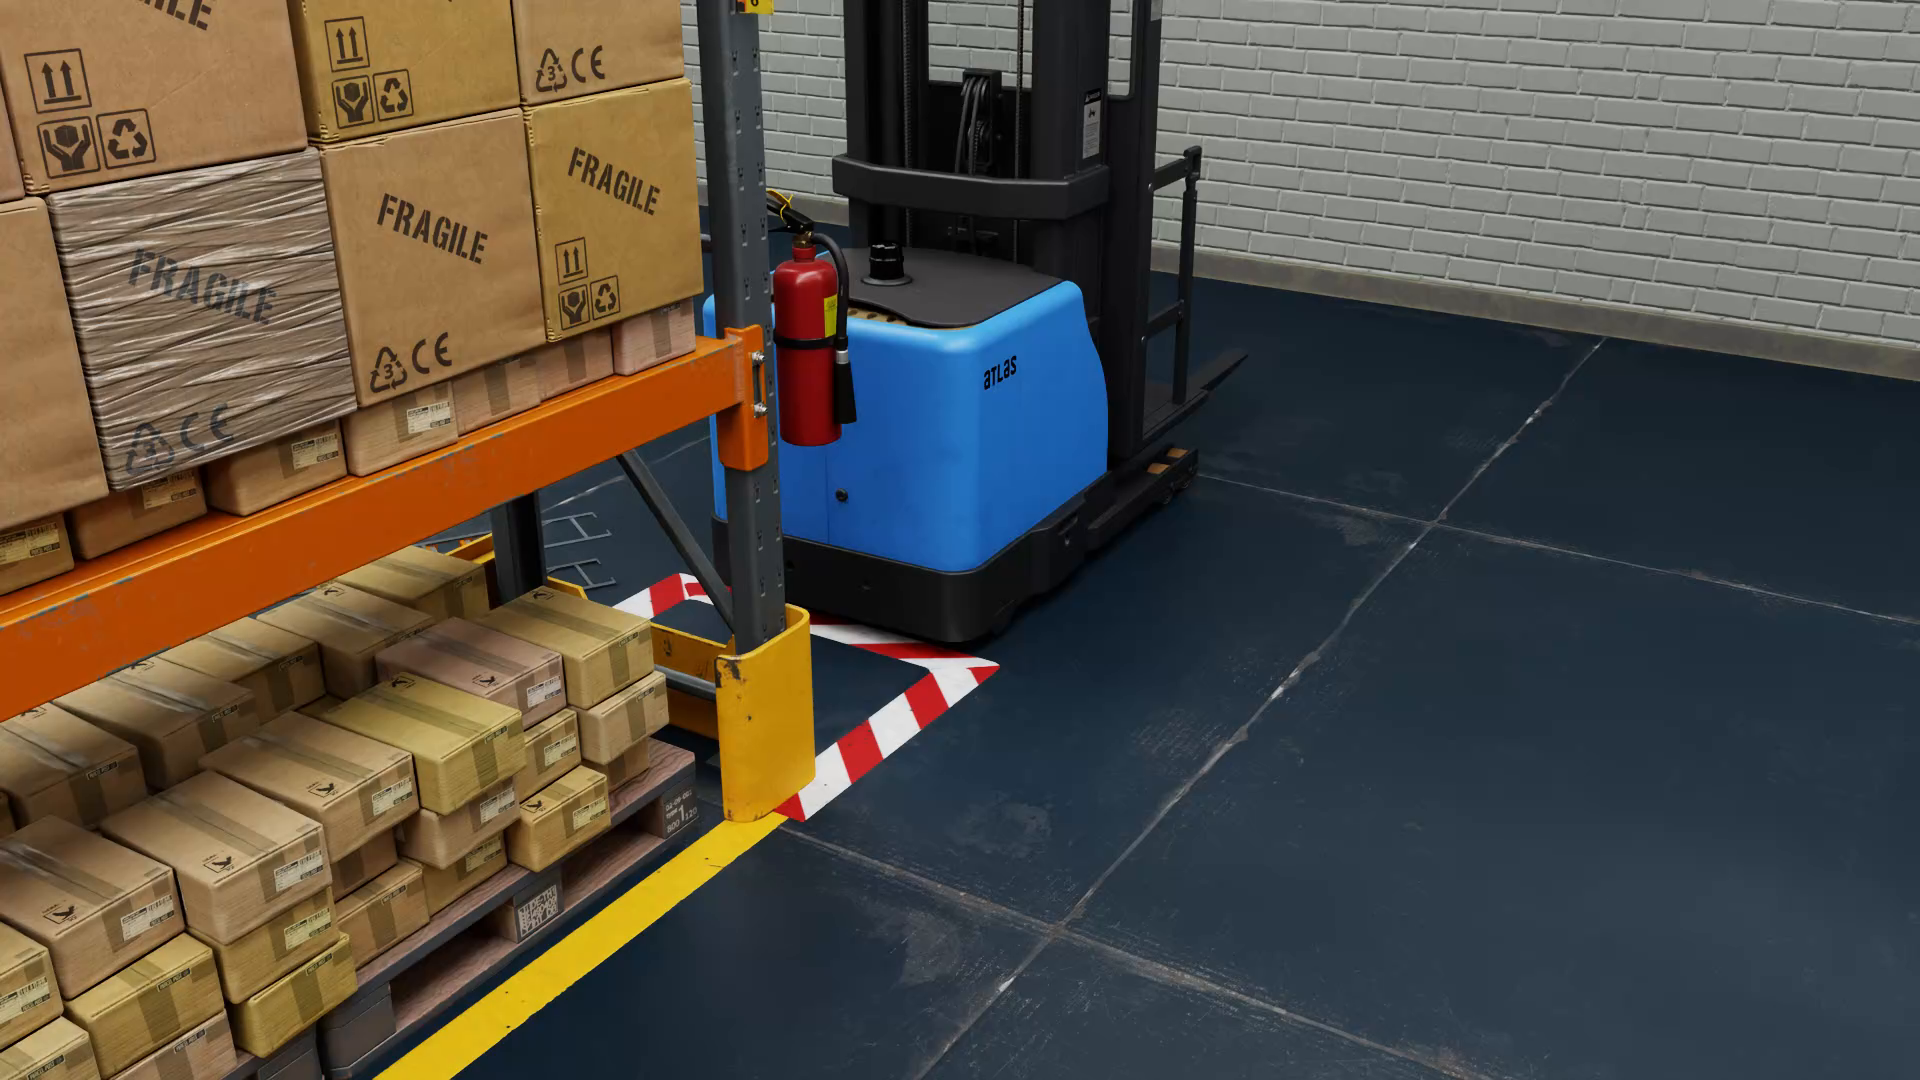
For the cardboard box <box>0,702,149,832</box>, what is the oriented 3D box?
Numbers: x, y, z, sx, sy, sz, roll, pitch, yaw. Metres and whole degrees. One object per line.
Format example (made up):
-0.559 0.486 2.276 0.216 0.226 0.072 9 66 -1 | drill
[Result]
-1.996 0.508 3.612 0.380 0.149 0.250 15 28 31 | cardboard box

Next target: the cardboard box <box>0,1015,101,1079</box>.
-1.775 0.942 2.983 0.380 0.149 0.250 14 27 29 | cardboard box

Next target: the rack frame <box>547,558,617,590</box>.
-1.802 0.222 5.723 1.200 0.006 0.240 -12 26 -25 | rack frame

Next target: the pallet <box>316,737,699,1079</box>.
-1.430 0.763 4.222 1.003 0.211 1.213 14 27 29 | pallet

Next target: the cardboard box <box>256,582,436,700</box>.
-1.539 0.257 4.191 0.380 0.149 0.250 14 27 30 | cardboard box

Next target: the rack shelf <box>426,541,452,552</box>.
-1.762 0.130 5.706 0.103 0.180 0.258 -12 26 -25 | rack shelf

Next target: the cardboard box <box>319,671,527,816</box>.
-1.205 0.452 3.741 0.380 0.149 0.250 13 27 28 | cardboard box

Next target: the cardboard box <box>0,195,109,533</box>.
-1.757 -0.274 2.607 0.500 0.500 0.500 15 28 32 | cardboard box

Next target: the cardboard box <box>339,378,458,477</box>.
-1.260 -0.270 3.414 0.380 0.149 0.250 15 27 30 | cardboard box

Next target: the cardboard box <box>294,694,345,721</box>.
-1.672 0.475 4.063 0.380 0.149 0.250 14 27 30 | cardboard box

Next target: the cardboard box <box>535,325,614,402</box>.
-1.026 -0.449 3.827 0.380 0.149 0.250 14 27 29 | cardboard box

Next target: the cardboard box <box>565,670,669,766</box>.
-0.967 0.408 4.218 0.380 0.149 0.250 13 27 28 | cardboard box

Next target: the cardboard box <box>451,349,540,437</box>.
-1.145 -0.361 3.624 0.380 0.149 0.250 14 27 28 | cardboard box

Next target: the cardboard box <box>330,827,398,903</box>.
-1.469 0.653 3.652 0.380 0.149 0.250 14 27 28 | cardboard box

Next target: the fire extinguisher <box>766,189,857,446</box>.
-0.406 -0.591 4.406 0.296 0.674 0.183 14 27 29 | fire extinguisher

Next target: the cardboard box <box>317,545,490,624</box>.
-1.496 0.139 4.464 0.380 0.149 0.250 13 26 27 | cardboard box

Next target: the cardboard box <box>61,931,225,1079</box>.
-1.653 0.844 3.211 0.380 0.149 0.250 15 28 32 | cardboard box

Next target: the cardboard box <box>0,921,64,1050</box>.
-1.837 0.788 2.964 0.380 0.149 0.250 14 27 29 | cardboard box

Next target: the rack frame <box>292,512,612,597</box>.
-1.802 0.054 5.651 1.200 0.006 0.240 -12 26 -25 | rack frame

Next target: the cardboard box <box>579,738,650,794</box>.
-1.032 0.528 4.315 0.380 0.149 0.250 14 27 30 | cardboard box

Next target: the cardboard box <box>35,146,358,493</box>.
-1.485 -0.440 2.991 0.500 0.500 0.500 14 27 29 | cardboard box

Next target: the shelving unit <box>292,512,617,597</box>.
-1.802 0.138 5.687 1.200 0.189 0.258 -12 26 -25 | shelving unit

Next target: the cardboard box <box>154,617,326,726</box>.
-1.781 0.315 4.057 0.380 0.149 0.250 14 27 29 | cardboard box

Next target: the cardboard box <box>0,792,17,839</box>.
-2.173 0.587 3.429 0.380 0.149 0.250 14 27 30 | cardboard box

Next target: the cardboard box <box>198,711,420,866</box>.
-1.395 0.526 3.570 0.380 0.149 0.250 13 26 27 | cardboard box

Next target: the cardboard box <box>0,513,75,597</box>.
-1.743 -0.015 2.826 0.380 0.149 0.250 14 27 30 | cardboard box

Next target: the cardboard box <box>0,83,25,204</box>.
-1.771 -0.716 2.370 0.500 0.500 0.500 13 27 27 | cardboard box

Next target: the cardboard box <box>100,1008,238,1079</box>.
-1.655 0.980 3.270 0.380 0.149 0.250 14 27 30 | cardboard box

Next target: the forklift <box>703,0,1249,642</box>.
0.309 -1.563 6.172 1.130 2.935 3.031 13 26 27 | forklift

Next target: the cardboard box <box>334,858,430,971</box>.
-1.413 0.793 3.703 0.380 0.149 0.250 14 27 29 | cardboard box

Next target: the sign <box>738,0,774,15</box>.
-0.470 -1.363 3.767 0.100 0.325 0.005 14 27 29 | sign

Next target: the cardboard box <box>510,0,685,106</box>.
-0.961 -1.244 3.589 0.500 0.500 0.500 13 27 28 | cardboard box

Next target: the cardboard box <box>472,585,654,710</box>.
-0.995 0.265 4.173 0.380 0.149 0.250 14 27 30 | cardboard box

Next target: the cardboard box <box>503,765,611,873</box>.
-1.081 0.636 4.066 0.380 0.149 0.250 15 27 31 | cardboard box

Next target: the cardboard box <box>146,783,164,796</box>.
-1.899 0.538 3.916 0.380 0.149 0.250 15 27 31 | cardboard box

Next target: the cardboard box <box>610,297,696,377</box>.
-0.863 -0.525 4.003 0.380 0.149 0.250 14 27 29 | cardboard box

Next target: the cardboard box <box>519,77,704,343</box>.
-0.949 -0.786 3.790 0.500 0.500 0.500 14 27 30 | cardboard box

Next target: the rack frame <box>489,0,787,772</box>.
-0.931 -0.809 4.344 1.000 3.000 0.127 14 27 29 | rack frame

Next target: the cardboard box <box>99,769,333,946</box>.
-1.490 0.628 3.334 0.380 0.149 0.250 15 28 31 | cardboard box

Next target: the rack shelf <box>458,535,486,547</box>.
-1.656 0.108 5.758 0.103 0.180 0.258 -12 26 -25 | rack shelf

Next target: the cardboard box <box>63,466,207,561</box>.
-1.617 -0.108 3.041 0.380 0.149 0.250 13 26 27 | cardboard box

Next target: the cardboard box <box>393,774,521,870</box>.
-1.240 0.584 3.812 0.380 0.149 0.250 13 26 27 | cardboard box

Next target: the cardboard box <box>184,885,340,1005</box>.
-1.502 0.761 3.402 0.380 0.149 0.250 14 27 30 | cardboard box

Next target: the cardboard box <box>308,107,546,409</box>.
-1.226 -0.613 3.391 0.500 0.500 0.500 13 27 28 | cardboard box

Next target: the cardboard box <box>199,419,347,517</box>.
-1.424 -0.187 3.223 0.380 0.149 0.250 13 26 27 | cardboard box

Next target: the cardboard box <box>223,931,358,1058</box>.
-1.494 0.892 3.473 0.380 0.149 0.250 13 26 27 | cardboard box

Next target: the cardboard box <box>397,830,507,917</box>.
-1.294 0.707 3.901 0.380 0.149 0.250 14 27 29 | cardboard box

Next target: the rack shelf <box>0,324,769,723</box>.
-1.986 0.196 2.927 1.077 0.370 4.000 14 27 29 | rack shelf

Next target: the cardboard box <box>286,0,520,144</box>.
-1.228 -1.073 3.194 0.500 0.500 0.500 13 27 27 | cardboard box

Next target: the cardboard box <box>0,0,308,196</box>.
-1.495 -0.896 2.784 0.500 0.500 0.500 15 28 32 | cardboard box

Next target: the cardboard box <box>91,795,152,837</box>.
-1.959 0.648 3.663 0.380 0.149 0.250 12 26 26 | cardboard box

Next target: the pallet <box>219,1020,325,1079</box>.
-2.074 1.173 3.275 1.003 0.211 1.213 14 27 29 | pallet

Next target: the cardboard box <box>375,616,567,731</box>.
-1.176 0.338 4.005 0.380 0.149 0.250 14 27 30 | cardboard box

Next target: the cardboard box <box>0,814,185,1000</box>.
-1.723 0.694 3.182 0.380 0.149 0.250 13 27 27 | cardboard box

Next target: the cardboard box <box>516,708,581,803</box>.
-1.151 0.485 4.040 0.380 0.149 0.250 13 27 28 | cardboard box

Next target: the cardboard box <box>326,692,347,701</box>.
-1.618 0.373 4.297 0.380 0.149 0.250 14 27 29 | cardboard box

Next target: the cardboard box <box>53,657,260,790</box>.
-1.842 0.416 3.823 0.380 0.149 0.250 12 26 26 | cardboard box

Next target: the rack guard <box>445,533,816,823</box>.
-0.971 0.364 4.781 1.175 0.500 0.348 14 27 29 | rack guard
